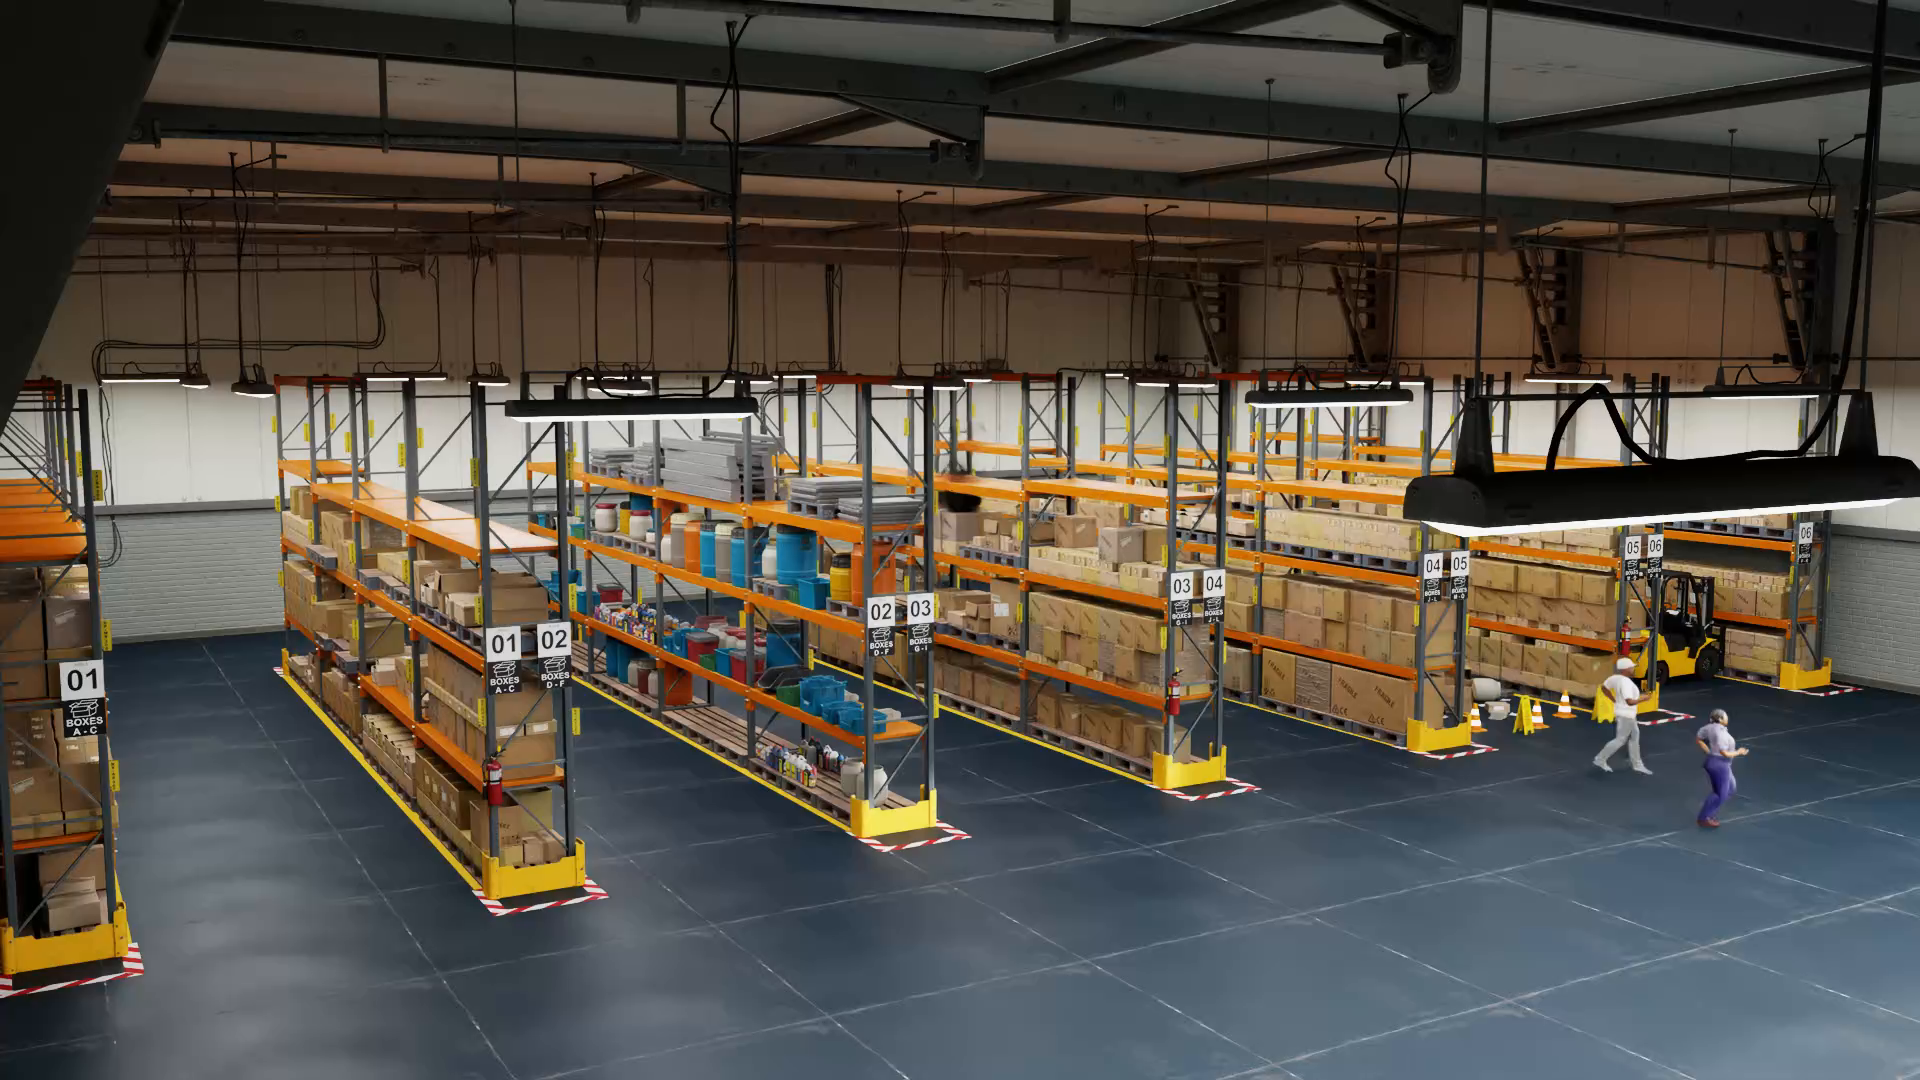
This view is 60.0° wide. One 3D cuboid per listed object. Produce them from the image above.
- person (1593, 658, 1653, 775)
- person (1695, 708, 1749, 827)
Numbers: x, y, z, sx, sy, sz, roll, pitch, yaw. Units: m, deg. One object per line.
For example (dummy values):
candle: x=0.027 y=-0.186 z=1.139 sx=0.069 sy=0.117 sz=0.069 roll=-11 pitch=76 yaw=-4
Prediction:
person: x=10.074 y=2.671 z=25.164 sx=0.887 sy=1.785 sz=0.688 roll=1 pitch=6 yaw=12
person: x=10.279 y=3.076 z=22.439 sx=0.603 sy=1.636 sz=0.588 roll=1 pitch=6 yaw=7
